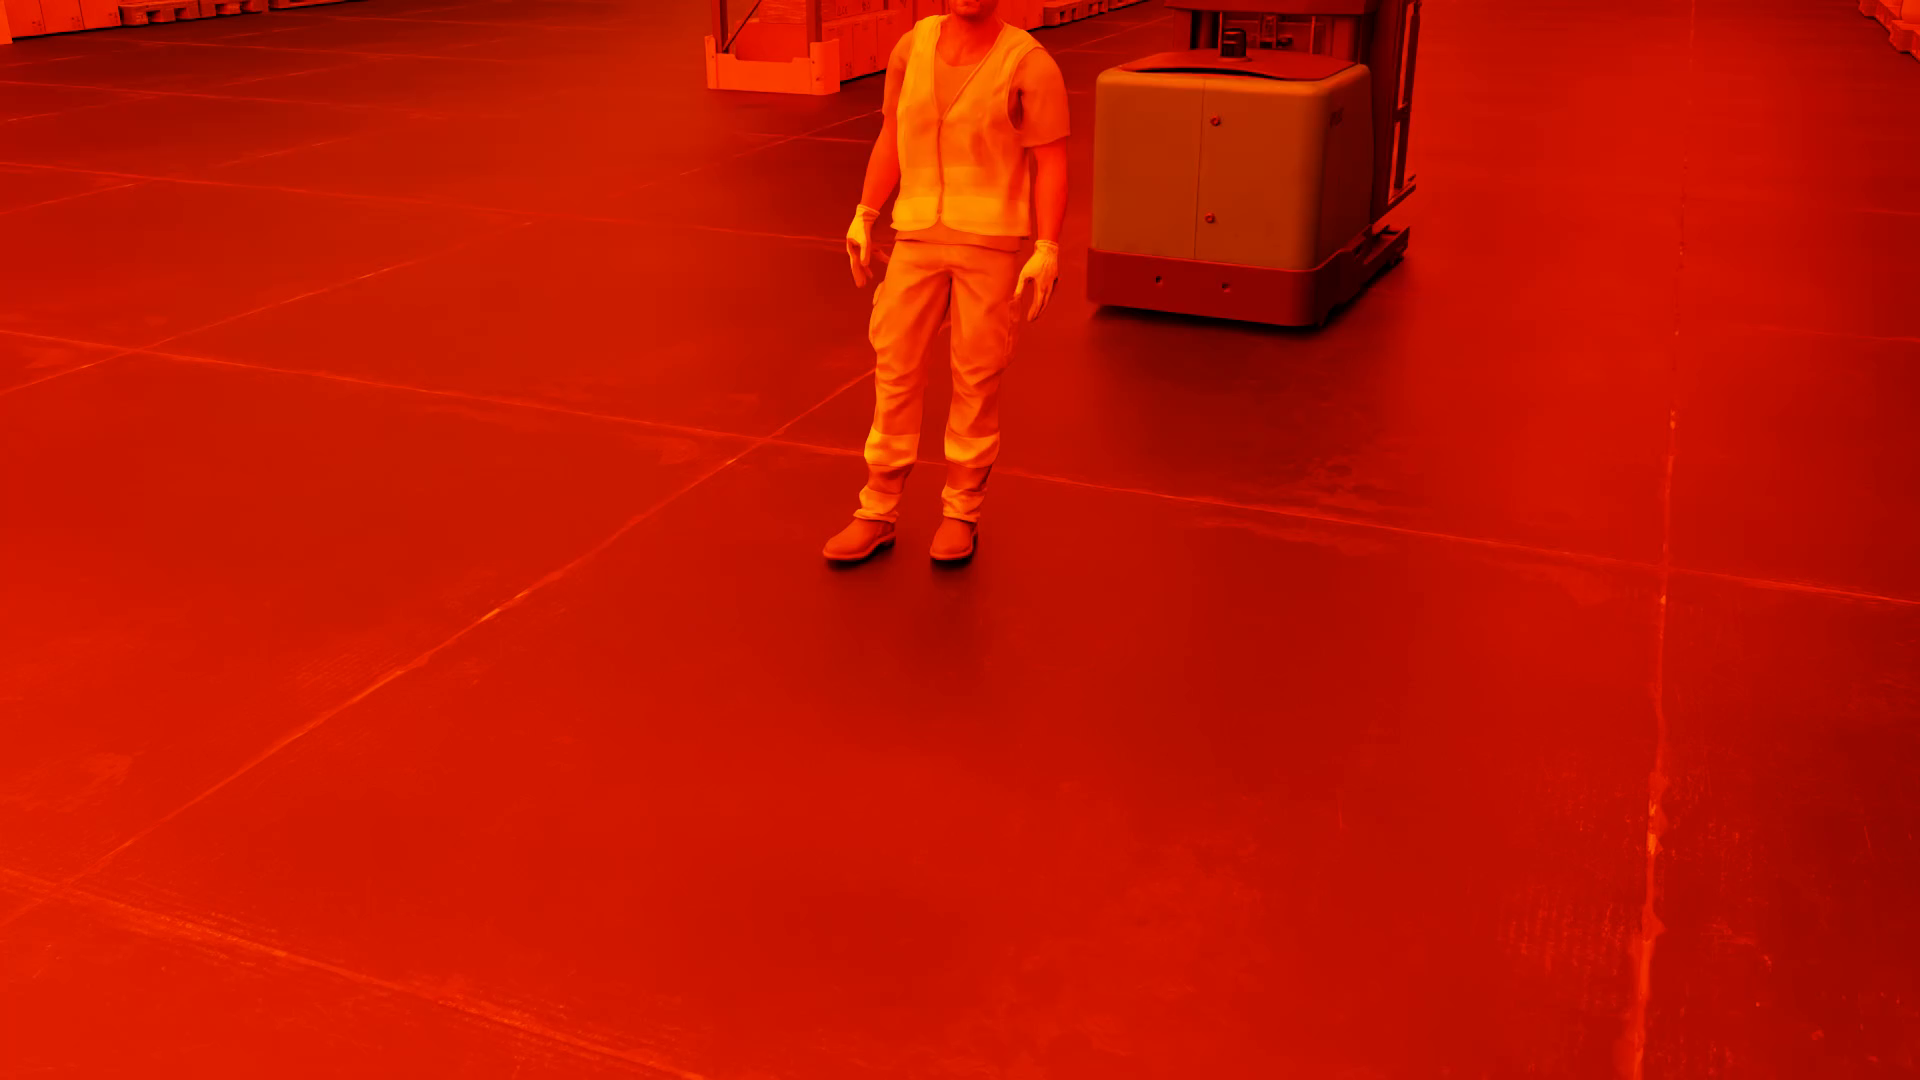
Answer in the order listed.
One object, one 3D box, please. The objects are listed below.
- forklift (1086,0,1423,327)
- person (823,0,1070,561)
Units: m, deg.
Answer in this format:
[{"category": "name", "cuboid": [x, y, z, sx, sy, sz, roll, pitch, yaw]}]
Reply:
[{"category": "forklift", "cuboid": [1.664, -2.795, 7.979, 1.130, 2.935, 3.031, 11, 25, 24]}, {"category": "person", "cuboid": [-0.042, -0.806, 4.681, 0.637, 1.787, 0.564, 9, 24, 21]}]
